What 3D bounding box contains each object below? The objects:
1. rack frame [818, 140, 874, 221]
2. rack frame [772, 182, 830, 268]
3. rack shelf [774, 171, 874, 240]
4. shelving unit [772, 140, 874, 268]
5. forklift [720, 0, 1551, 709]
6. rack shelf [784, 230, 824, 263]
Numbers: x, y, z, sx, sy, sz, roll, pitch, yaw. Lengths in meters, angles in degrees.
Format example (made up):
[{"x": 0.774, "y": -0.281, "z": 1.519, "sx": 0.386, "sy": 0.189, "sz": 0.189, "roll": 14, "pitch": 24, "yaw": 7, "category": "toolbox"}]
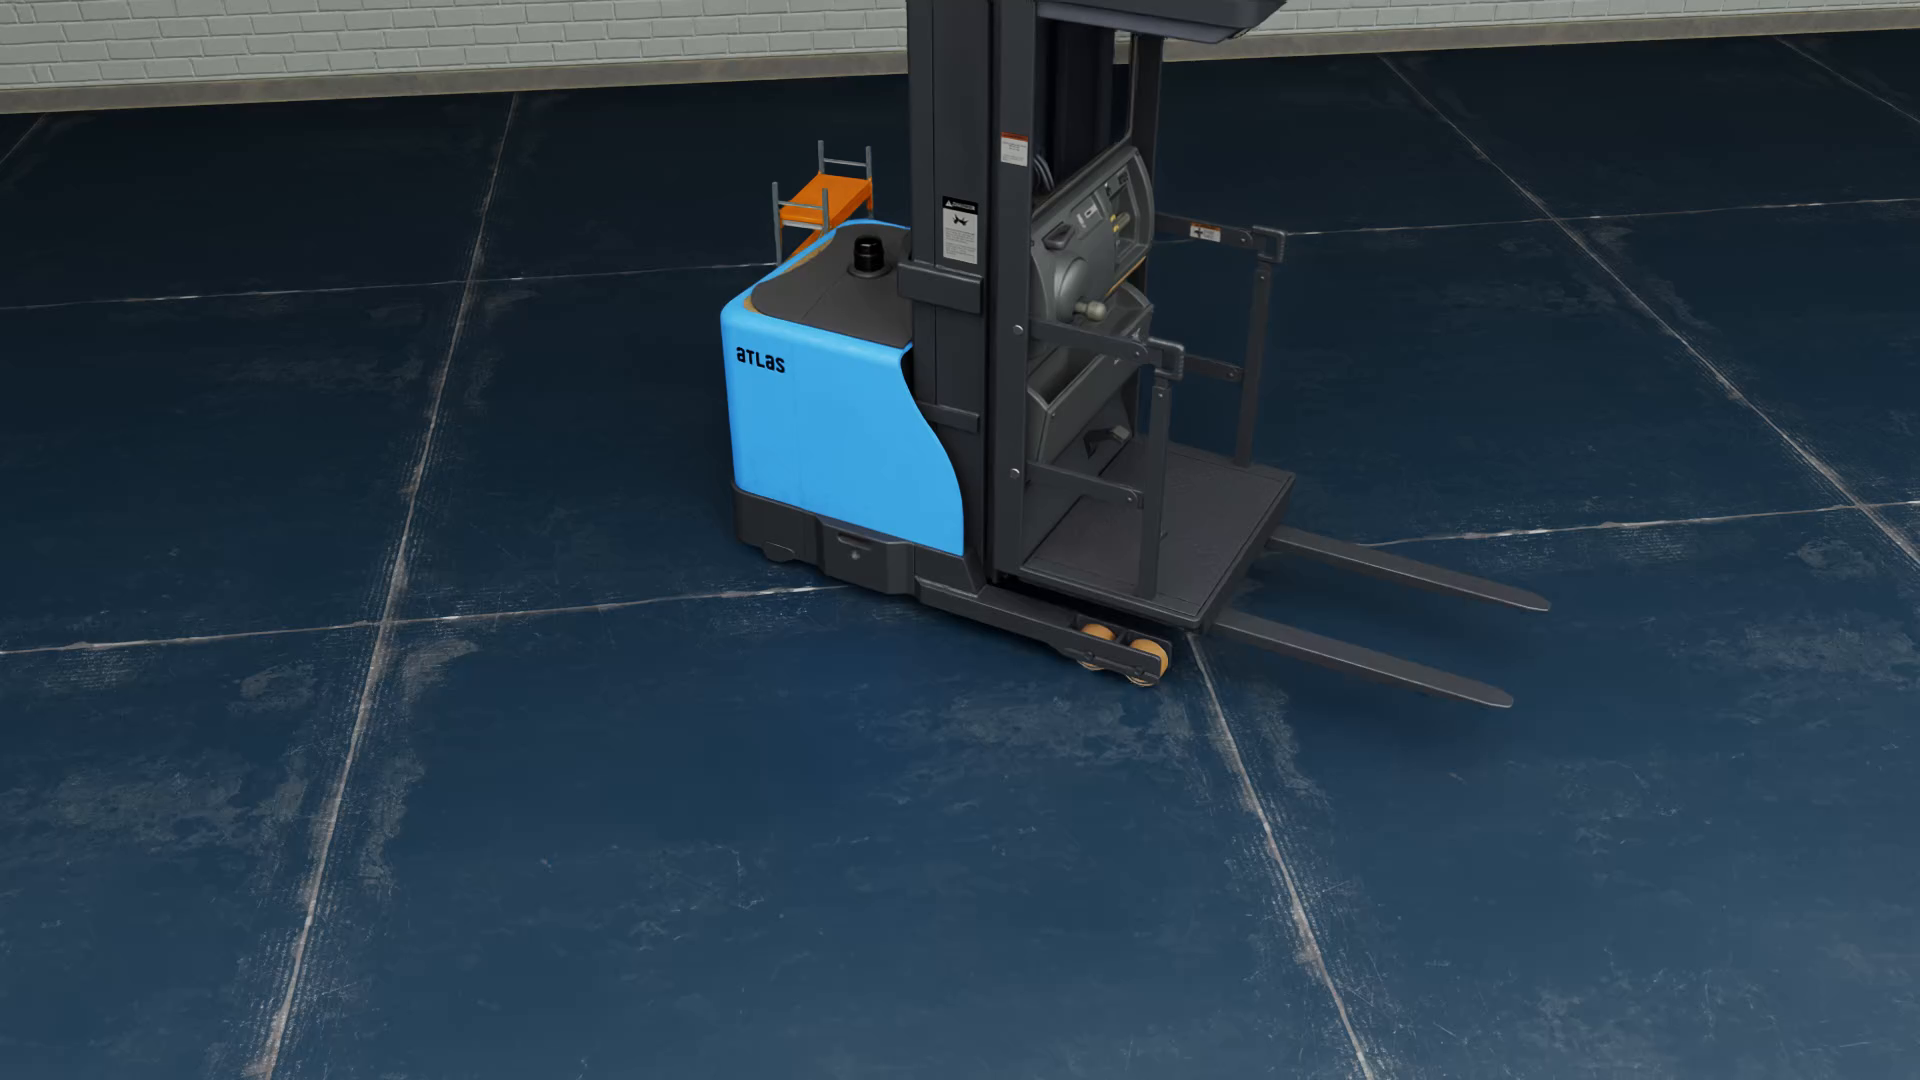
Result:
[{"x": -0.494, "y": -1.196, "z": 7.440, "sx": 0.240, "sy": 1.200, "sz": 0.015, "roll": 11, "pitch": 36, "yaw": 15, "category": "rack frame"}, {"x": -0.648, "y": -0.935, "z": 7.057, "sx": 0.240, "sy": 1.200, "sz": 0.015, "roll": 11, "pitch": 36, "yaw": 15, "category": "rack frame"}, {"x": -0.571, "y": -1.391, "z": 7.027, "sx": 0.258, "sy": 0.148, "sz": 0.480, "roll": 11, "pitch": 36, "yaw": 15, "category": "rack shelf"}, {"x": -0.571, "y": -1.066, "z": 7.248, "sx": 0.258, "sy": 1.200, "sz": 0.503, "roll": 11, "pitch": 36, "yaw": 15, "category": "shelving unit"}, {"x": 0.645, "y": -1.030, "z": 5.658, "sx": 3.031, "sy": 2.935, "sz": 1.130, "roll": 16, "pitch": 38, "yaw": 23, "category": "forklift"}, {"x": -0.571, "y": -1.195, "z": 7.160, "sx": 0.258, "sy": 0.148, "sz": 0.480, "roll": 11, "pitch": 36, "yaw": 15, "category": "rack shelf"}]
